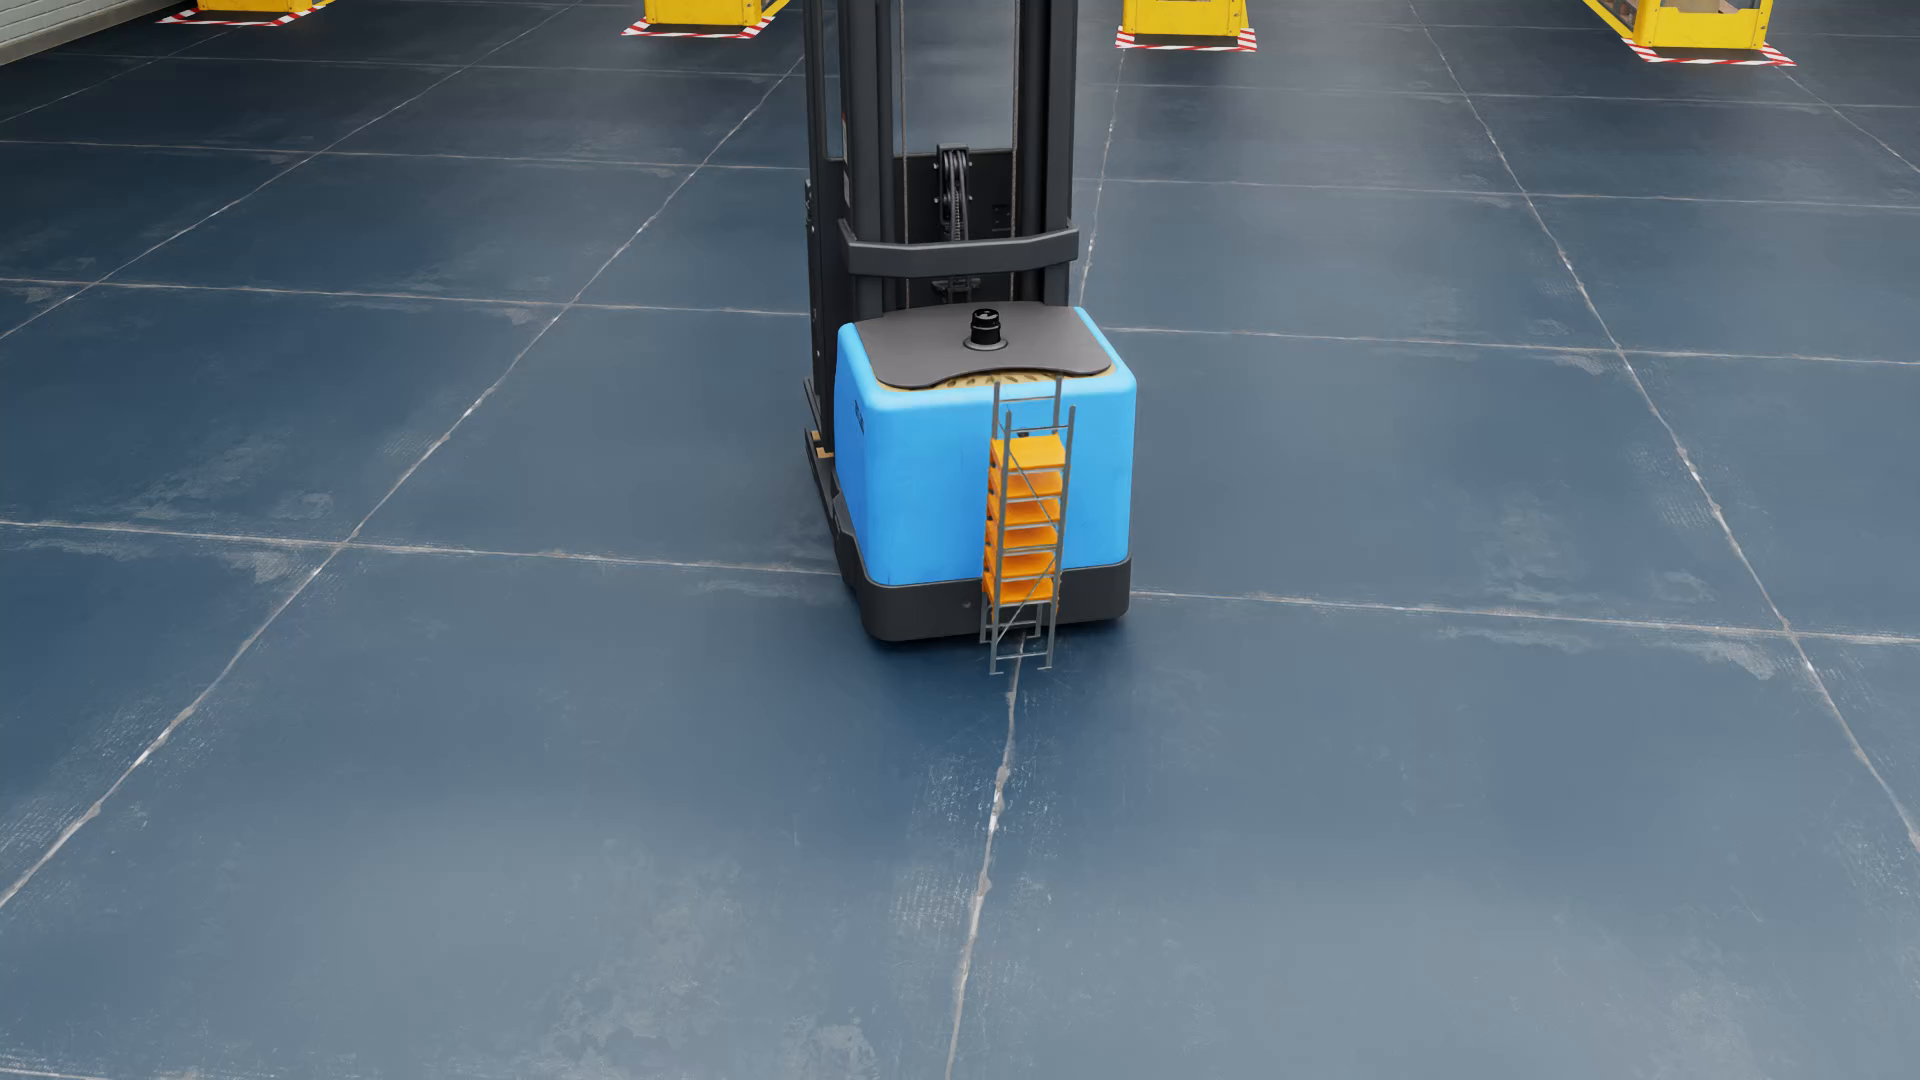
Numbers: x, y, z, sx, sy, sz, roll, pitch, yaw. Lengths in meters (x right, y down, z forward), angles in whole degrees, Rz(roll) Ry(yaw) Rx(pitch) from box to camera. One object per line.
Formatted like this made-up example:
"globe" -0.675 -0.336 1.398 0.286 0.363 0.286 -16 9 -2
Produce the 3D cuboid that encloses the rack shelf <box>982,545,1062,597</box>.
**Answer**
"rack shelf" 0.227 0.102 6.120 0.258 0.103 0.180 -5 39 -10

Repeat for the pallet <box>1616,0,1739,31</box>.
"pallet" 7.328 -5.316 16.895 1.003 0.211 1.213 3 28 6

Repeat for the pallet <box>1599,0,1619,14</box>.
"pallet" 7.480 -5.889 17.958 1.003 0.211 1.213 3 28 6

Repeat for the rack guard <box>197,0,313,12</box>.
"rack guard" -7.555 -5.927 17.724 1.175 0.500 0.348 3 28 6

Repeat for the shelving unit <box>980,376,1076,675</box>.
"shelving unit" 0.233 -0.027 6.019 0.258 1.200 0.189 -5 39 -10

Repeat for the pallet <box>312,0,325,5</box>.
"pallet" -7.420 -6.180 18.498 1.003 0.211 1.213 3 28 6

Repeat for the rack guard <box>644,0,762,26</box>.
"rack guard" -2.650 -5.593 17.105 1.175 0.500 0.348 3 28 6

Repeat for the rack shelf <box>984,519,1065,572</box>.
"rack shelf" 0.231 0.008 6.046 0.258 0.103 0.180 -5 39 -10

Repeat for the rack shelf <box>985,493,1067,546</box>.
"rack shelf" 0.235 -0.086 5.972 0.258 0.103 0.180 -5 39 -10

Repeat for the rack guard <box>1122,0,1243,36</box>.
"rack guard" 2.231 -5.354 16.660 1.175 0.500 0.348 3 28 6

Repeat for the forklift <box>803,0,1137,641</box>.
"forklift" -0.123 -1.581 7.095 1.130 2.935 3.031 -5 29 -10

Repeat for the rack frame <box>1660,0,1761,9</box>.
"rack frame" 7.184 -6.128 15.461 1.000 3.000 0.127 3 28 6

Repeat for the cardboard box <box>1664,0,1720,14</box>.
"cardboard box" 7.277 -5.505 16.498 0.500 0.500 0.500 9 30 16

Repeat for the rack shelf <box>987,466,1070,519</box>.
"rack shelf" 0.240 -0.180 5.898 0.258 0.103 0.180 -5 39 -10

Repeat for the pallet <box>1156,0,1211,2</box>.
"pallet" 2.336 -5.608 17.438 1.003 0.211 1.213 3 28 6

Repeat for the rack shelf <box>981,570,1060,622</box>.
"rack shelf" 0.223 0.196 6.195 0.258 0.103 0.180 -5 39 -10

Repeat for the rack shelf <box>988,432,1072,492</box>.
"rack shelf" 0.244 -0.274 5.823 0.258 0.103 0.180 -5 39 -10

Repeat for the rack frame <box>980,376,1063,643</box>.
"rack frame" 0.215 -0.083 6.089 0.240 1.200 0.006 -5 39 -10

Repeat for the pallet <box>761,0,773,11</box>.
"pallet" -2.595 -5.840 17.867 1.003 0.211 1.213 3 28 6

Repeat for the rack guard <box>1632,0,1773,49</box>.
"rack guard" 7.193 -5.063 16.121 1.175 0.500 0.348 3 28 6

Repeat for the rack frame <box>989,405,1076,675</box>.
"rack frame" 0.251 0.029 5.949 0.240 1.200 0.006 -5 39 -10
